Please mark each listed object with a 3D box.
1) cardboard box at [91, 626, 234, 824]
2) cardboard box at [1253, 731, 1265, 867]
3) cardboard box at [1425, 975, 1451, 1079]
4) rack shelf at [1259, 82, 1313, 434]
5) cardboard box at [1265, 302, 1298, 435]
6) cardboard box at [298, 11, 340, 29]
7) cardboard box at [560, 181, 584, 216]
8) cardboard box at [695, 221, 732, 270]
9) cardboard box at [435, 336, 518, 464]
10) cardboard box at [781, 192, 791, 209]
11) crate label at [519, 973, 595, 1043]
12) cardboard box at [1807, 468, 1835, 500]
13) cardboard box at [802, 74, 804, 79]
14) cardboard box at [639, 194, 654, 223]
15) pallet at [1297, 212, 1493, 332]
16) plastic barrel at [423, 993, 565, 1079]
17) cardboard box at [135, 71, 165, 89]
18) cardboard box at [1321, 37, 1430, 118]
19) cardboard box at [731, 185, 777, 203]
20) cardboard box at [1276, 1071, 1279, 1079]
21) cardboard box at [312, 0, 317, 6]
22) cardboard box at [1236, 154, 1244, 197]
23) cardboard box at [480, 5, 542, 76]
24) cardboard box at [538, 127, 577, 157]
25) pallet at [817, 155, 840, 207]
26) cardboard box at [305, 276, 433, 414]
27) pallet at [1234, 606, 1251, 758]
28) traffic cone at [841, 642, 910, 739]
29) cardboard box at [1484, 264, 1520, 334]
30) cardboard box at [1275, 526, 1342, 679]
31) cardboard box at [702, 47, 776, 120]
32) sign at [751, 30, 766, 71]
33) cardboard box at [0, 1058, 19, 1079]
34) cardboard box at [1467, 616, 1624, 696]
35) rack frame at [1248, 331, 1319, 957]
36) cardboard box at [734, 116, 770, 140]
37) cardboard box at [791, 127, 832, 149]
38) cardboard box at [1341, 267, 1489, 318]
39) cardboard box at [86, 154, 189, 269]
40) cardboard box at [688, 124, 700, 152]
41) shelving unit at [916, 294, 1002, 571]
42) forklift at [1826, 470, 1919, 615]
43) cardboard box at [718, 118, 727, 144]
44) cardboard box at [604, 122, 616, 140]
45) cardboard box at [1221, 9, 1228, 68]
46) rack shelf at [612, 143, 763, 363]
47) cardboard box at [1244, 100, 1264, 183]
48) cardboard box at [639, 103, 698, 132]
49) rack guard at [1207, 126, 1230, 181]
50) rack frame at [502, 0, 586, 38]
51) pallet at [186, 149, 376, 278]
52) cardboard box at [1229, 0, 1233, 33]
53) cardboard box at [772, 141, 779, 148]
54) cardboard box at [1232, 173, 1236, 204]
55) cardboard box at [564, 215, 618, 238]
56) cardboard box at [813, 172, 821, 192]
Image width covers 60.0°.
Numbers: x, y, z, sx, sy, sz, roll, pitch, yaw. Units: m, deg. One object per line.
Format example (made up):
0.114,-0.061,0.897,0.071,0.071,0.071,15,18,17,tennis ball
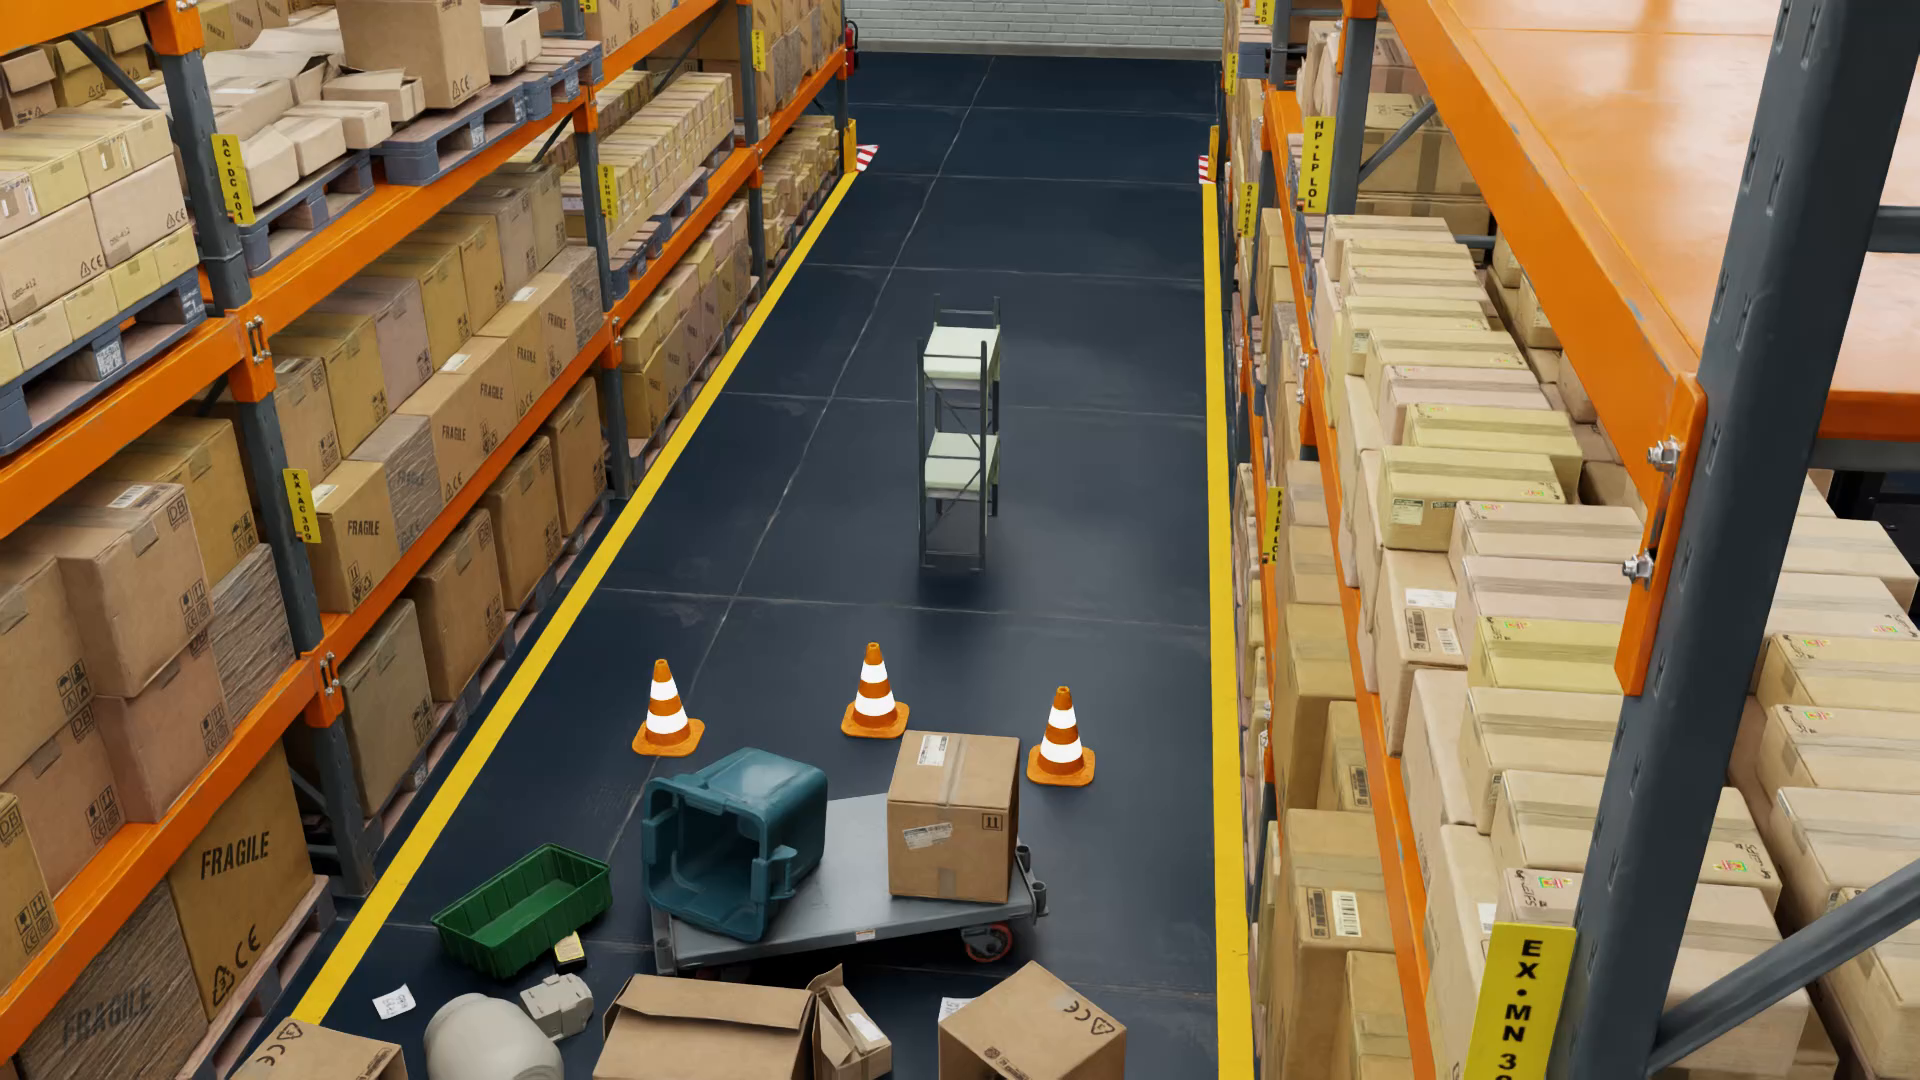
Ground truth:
-3.254,0.618,6.075,0.875,0.550,0.550,3,28,6,cardboard box
1.811,1.214,7.453,0.950,0.372,0.625,4,29,7,cardboard box
1.024,0.859,2.887,0.380,0.149,0.250,4,29,7,cardboard box
1.995,-1.456,7.678,1.077,0.370,4.000,3,28,6,rack shelf
1.771,-0.824,8.047,0.500,0.500,0.500,2,28,4,cardboard box
-3.054,-2.553,8.566,0.500,0.250,0.500,4,29,8,cardboard box
-2.436,-2.178,10.617,0.380,0.149,0.250,3,28,6,cardboard box
-2.112,-2.325,13.096,0.500,0.250,0.500,5,29,9,cardboard box
-2.656,-0.738,8.645,0.500,0.500,0.500,4,29,7,cardboard box
-1.804,-3.225,15.616,0.380,0.149,0.250,5,29,9,cardboard box
-1.667,1.917,6.839,0.298,0.136,0.250,-17,33,-29,crate label
1.832,-0.174,3.965,0.380,0.149,0.250,4,29,7,cardboard box
-1.710,-4.518,16.030,0.380,0.149,0.250,2,28,4,cardboard box
-2.333,-2.287,11.447,0.380,0.149,0.250,5,29,9,cardboard box
1.931,-1.033,6.332,1.213,0.211,1.003,3,28,6,pallet
-1.792,2.007,6.371,0.421,0.421,0.512,-24,36,-37,plastic barrel
-6.892,-3.660,14.068,0.500,0.500,0.500,3,29,6,cardboard box
1.797,-1.932,6.991,0.500,0.250,0.500,4,29,7,cardboard box
-1.873,-3.106,15.081,0.380,0.149,0.250,3,28,5,cardboard box
1.290,1.944,5.438,0.500,0.500,0.500,5,29,9,cardboard box
-6.942,-5.590,17.600,0.500,0.250,0.500,3,28,5,cardboard box
2.212,-2.518,11.685,0.500,0.250,0.500,3,28,5,cardboard box
-2.516,-2.634,8.652,0.500,0.311,0.500,3,28,6,cardboard box
-2.920,-2.836,11.838,0.380,0.149,0.250,5,29,9,cardboard box
-1.849,-3.756,17.291,1.003,0.211,1.213,3,28,6,pallet
-2.997,-0.949,7.981,0.700,0.500,0.500,4,29,7,cardboard box
1.991,0.775,8.882,1.003,0.211,1.213,3,28,6,pallet
-0.445,0.747,8.668,0.336,0.463,0.334,3,28,6,traffic cone
1.963,-0.672,5.308,0.500,0.250,0.500,3,28,6,cardboard box
1.396,0.308,5.335,0.700,0.500,0.500,4,29,6,cardboard box
-1.884,-3.910,14.218,0.500,0.500,0.500,3,28,5,cardboard box
-1.644,-3.996,13.575,0.100,0.325,0.005,3,28,6,sign
-3.542,2.145,5.195,0.875,0.875,0.875,3,28,5,cardboard box
1.173,0.278,3.125,0.380,0.149,0.250,4,29,7,cardboard box
1.750,0.489,6.471,1.000,3.000,0.127,3,28,6,rack frame
-1.836,-3.520,14.178,0.380,0.149,0.250,4,29,8,cardboard box
-1.512,-4.083,16.894,0.380,0.149,0.250,3,28,5,cardboard box
1.343,-0.694,4.930,0.380,0.149,0.250,2,28,5,cardboard box
-2.981,-1.118,5.589,0.500,0.250,0.500,3,28,6,cardboard box
-2.175,-3.031,12.514,0.380,0.149,0.250,2,28,4,cardboard box
-0.001,-0.657,10.181,0.431,1.500,0.755,3,28,6,shelving unit
5.406,-1.099,9.491,3.031,2.935,1.130,2,28,4,forklift
-2.078,-3.270,13.271,0.380,0.149,0.250,4,29,6,cardboard box
-2.823,-3.070,12.586,0.380,0.149,0.250,4,29,8,cardboard box
2.876,-4.994,16.544,0.500,0.500,0.500,3,28,6,cardboard box
-2.440,-2.258,12.330,1.077,0.370,4.000,3,28,6,rack shelf
2.166,-2.612,11.068,0.500,0.500,0.500,3,28,6,cardboard box
-2.182,-3.165,12.450,0.380,0.149,0.250,2,28,5,cardboard box
3.223,-4.070,17.570,1.175,0.500,0.348,3,28,6,rack guard
-2.685,-4.275,8.989,1.000,3.000,0.127,3,28,6,rack frame
-3.112,-1.421,7.057,0.805,0.209,1.217,2,28,4,pallet
2.767,-4.948,15.404,0.500,0.500,0.500,3,28,6,cardboard box
-2.056,-3.982,17.021,0.380,0.149,0.250,4,29,7,cardboard box
2.274,-2.535,12.242,0.500,0.250,0.500,3,28,6,cardboard box
-2.427,-2.055,10.702,0.380,0.149,0.250,5,29,8,cardboard box
-1.598,-3.582,16.592,0.380,0.149,0.250,2,28,4,cardboard box
